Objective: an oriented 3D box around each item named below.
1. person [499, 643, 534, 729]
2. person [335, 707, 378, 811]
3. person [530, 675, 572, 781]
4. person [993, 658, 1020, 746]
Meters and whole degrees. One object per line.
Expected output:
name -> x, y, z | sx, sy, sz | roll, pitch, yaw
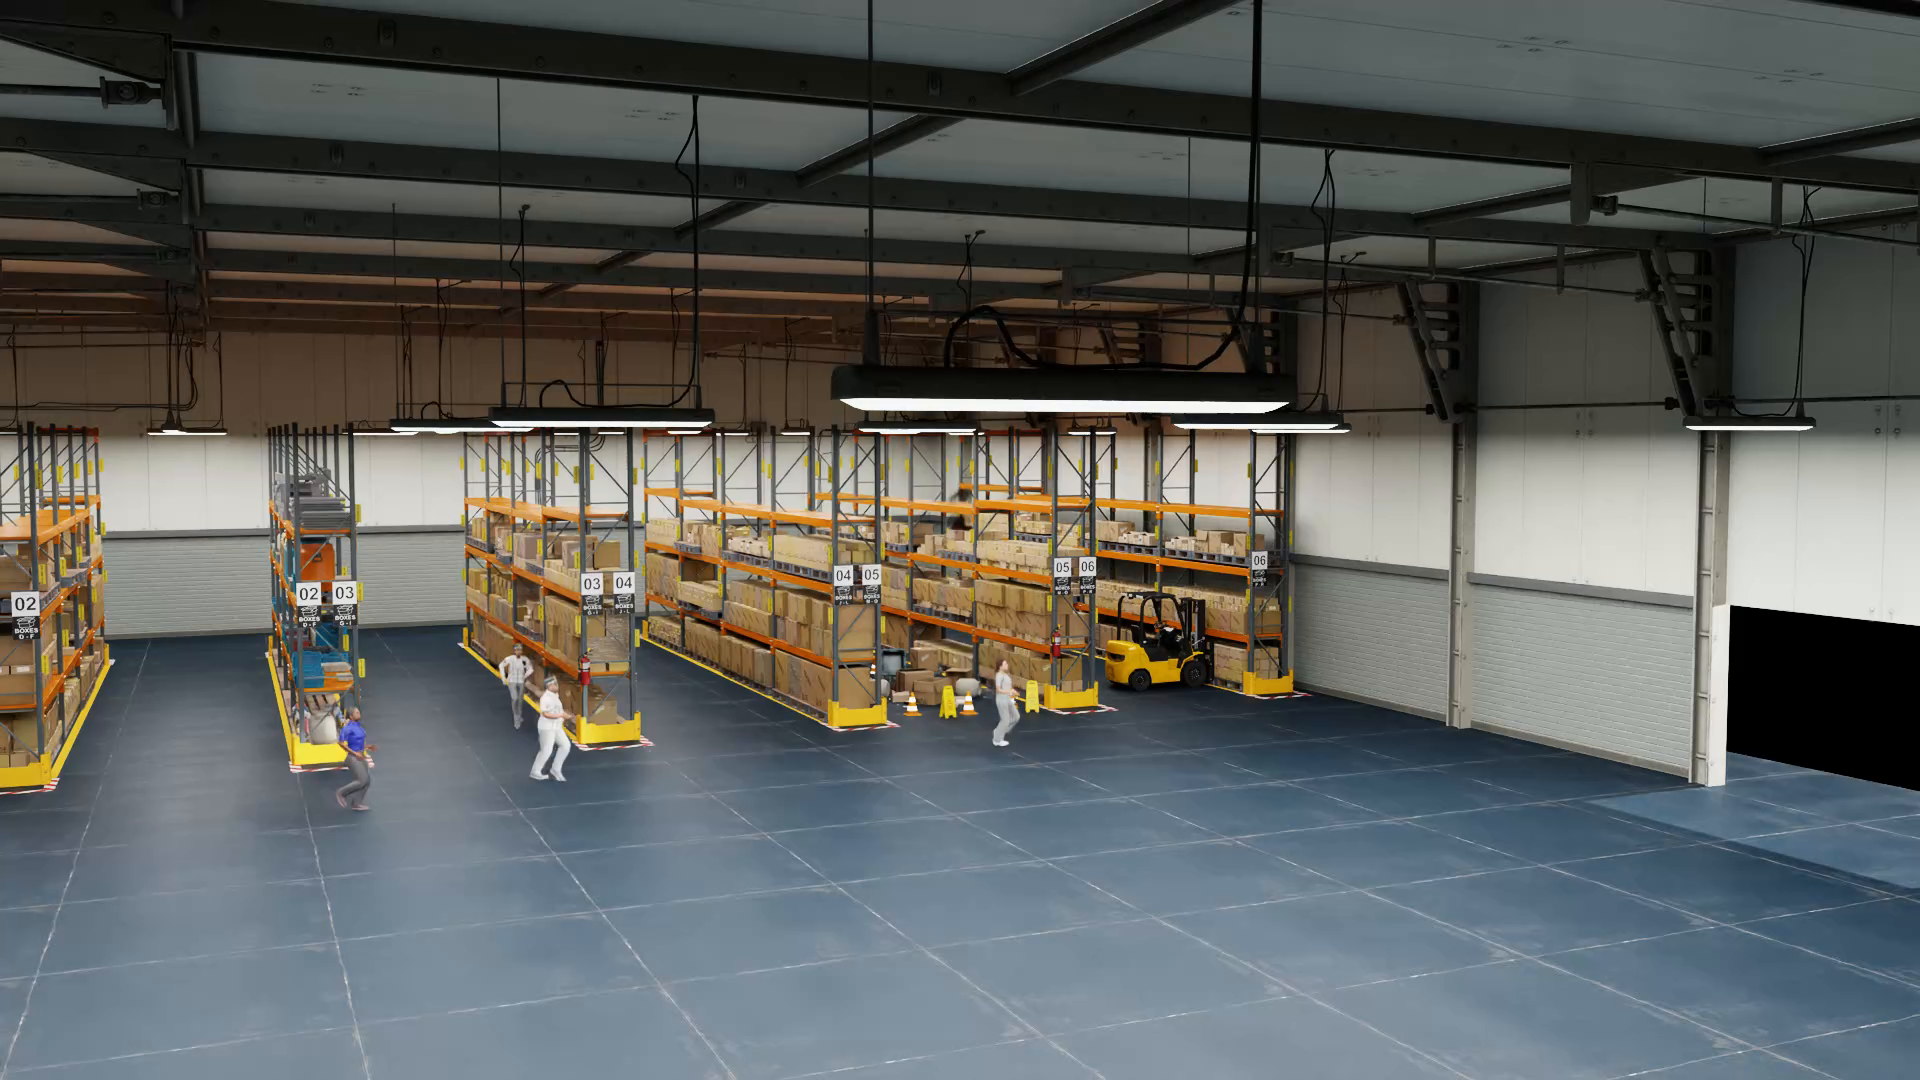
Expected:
person -> -8.834, 2.875, 33.152 | 0.643, 1.696, 0.758 | -2, 4, -26
person -> -9.275, 3.357, 25.536 | 0.579, 1.605, 0.572 | 0, 3, 1
person -> -6.798, 3.165, 27.704 | 0.747, 1.836, 0.645 | 0, 4, 7
person -> 0.872, 3.007, 30.897 | 0.548, 1.627, 0.554 | 1, 4, 19
